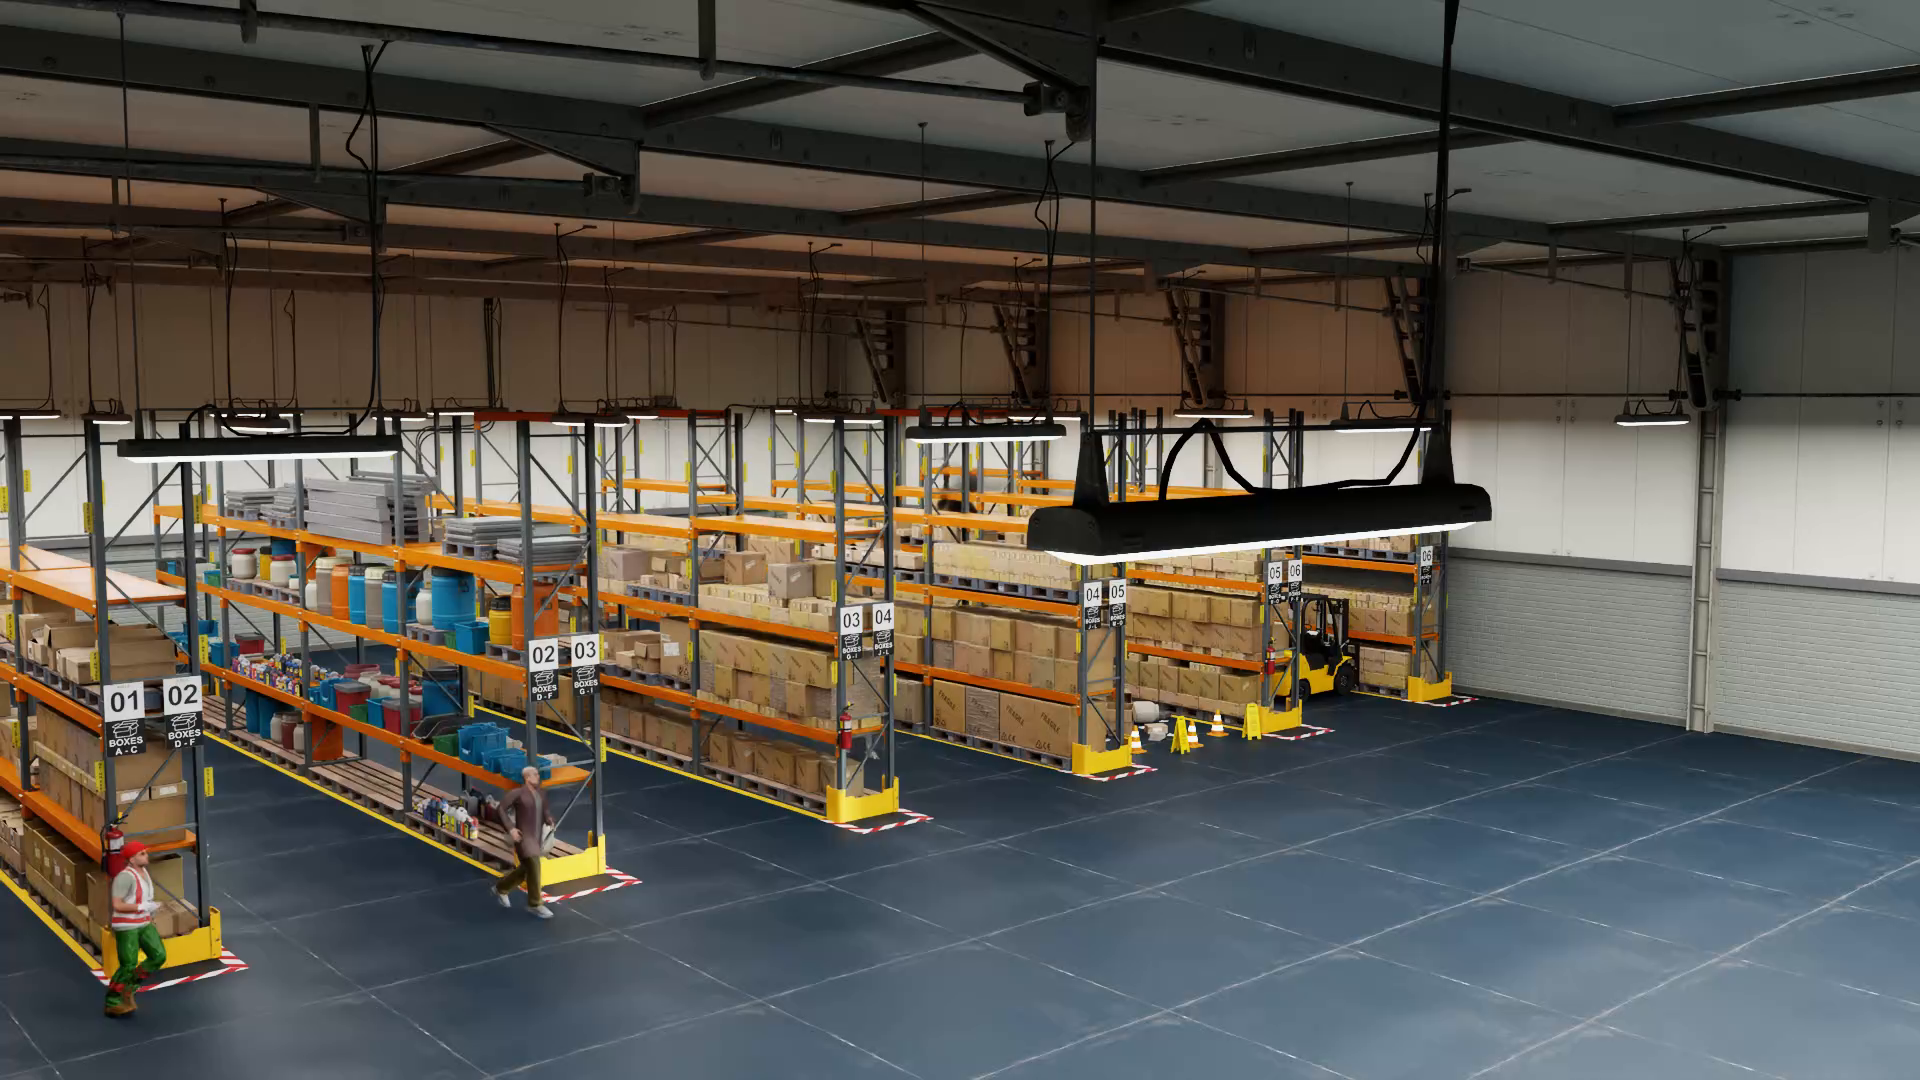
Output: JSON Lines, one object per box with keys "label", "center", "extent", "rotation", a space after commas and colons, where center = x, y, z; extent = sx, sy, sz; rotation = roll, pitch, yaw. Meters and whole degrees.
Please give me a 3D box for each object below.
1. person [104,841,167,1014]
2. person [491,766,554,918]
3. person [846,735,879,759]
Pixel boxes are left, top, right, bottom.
{"label": "person", "center": [-8.409, 3.958, 17.067], "extent": [0.637, 1.751, 0.663], "rotation": [0, 5, 5]}
{"label": "person", "center": [-5.310, 3.669, 20.407], "extent": [0.912, 1.779, 0.720], "rotation": [2, 5, 18]}
{"label": "person", "center": [-1.760, 2.937, 29.062], "extent": [0.805, 1.737, 0.629], "rotation": [4, 6, 39]}
